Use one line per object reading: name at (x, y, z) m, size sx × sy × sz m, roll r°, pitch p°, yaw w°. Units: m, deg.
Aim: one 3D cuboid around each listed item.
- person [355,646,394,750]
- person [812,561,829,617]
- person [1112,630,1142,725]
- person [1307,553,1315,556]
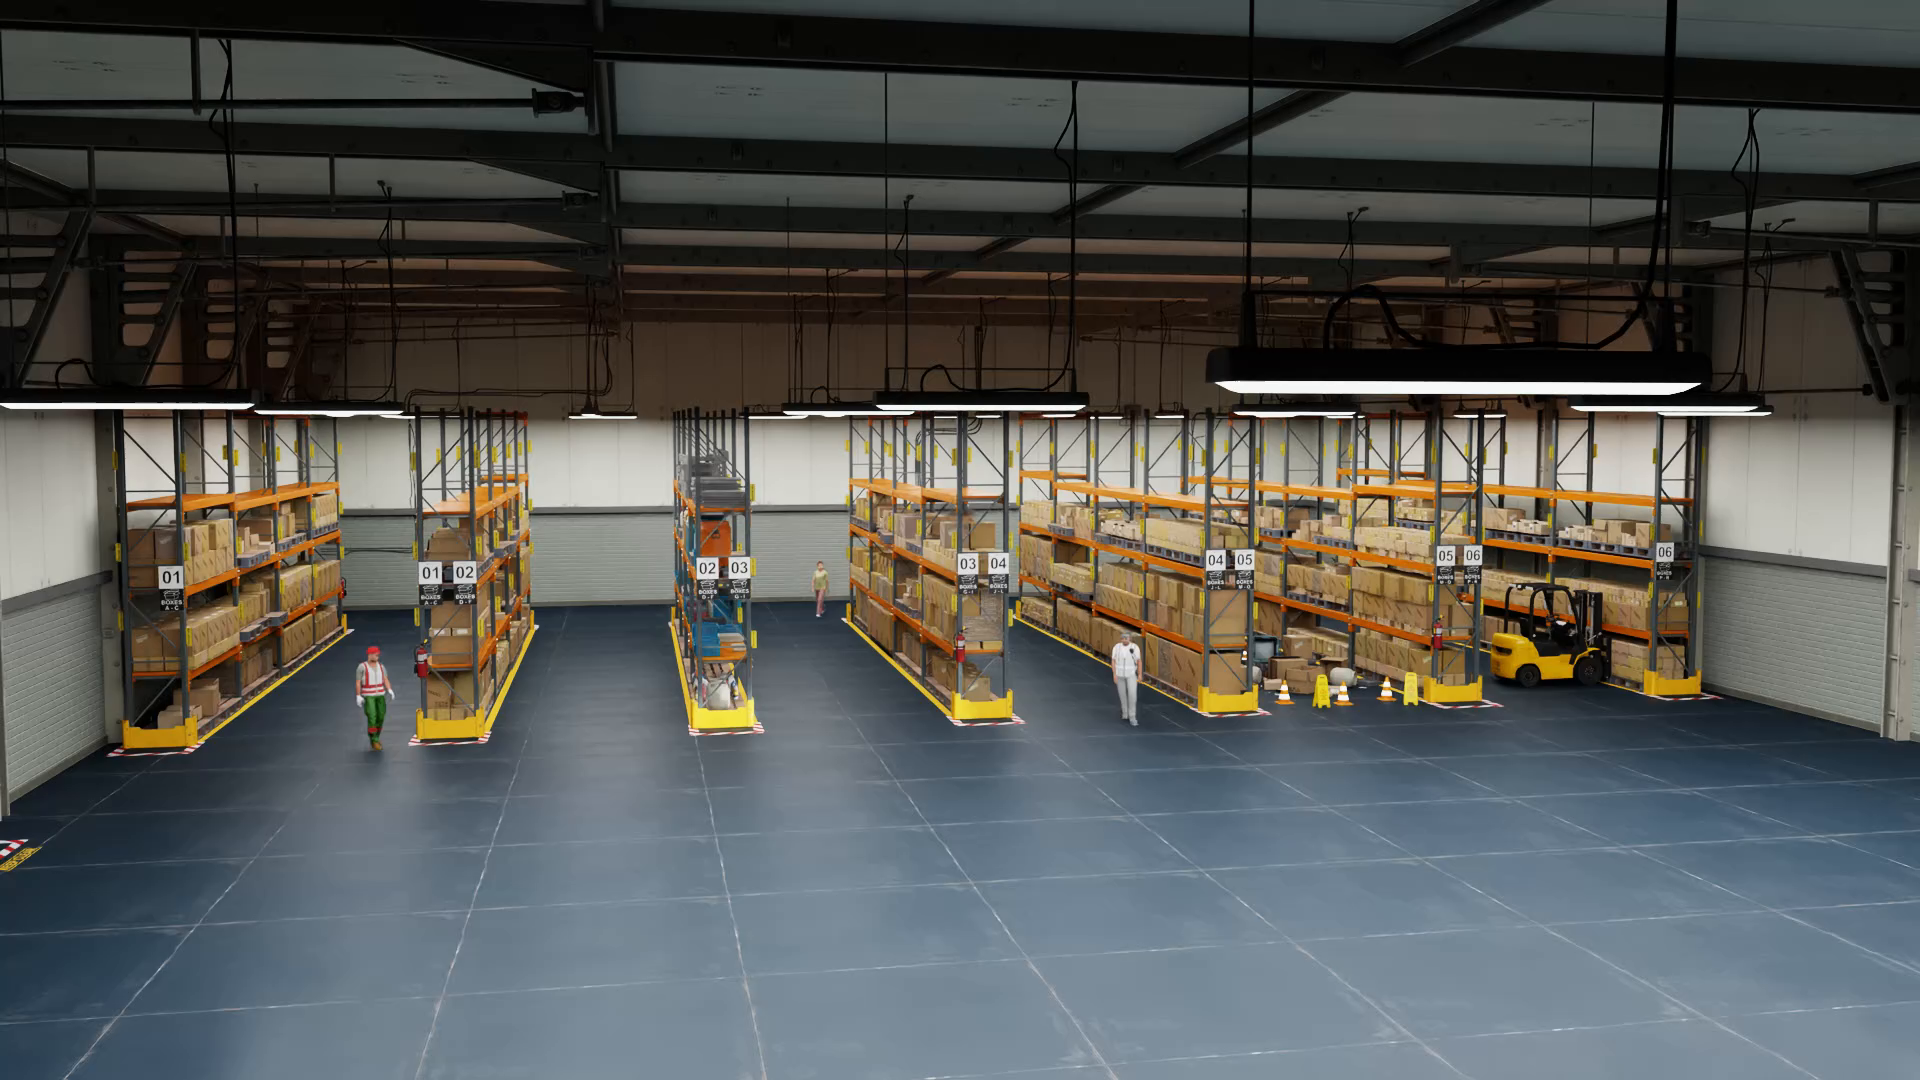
person at (-10.203, 2.773, 29.184) m, size 0.797 × 1.763 × 0.560 m, roll 4°, pitch 5°, yaw 42°
person at (-4.093, 1.432, 48.772) m, size 0.446 × 1.616 × 1.066 m, roll 1°, pitch 4°, yaw 16°
person at (3.175, 2.591, 31.752) m, size 0.590 × 1.734 × 0.841 m, roll 1°, pitch 4°, yaw 18°
person at (10.958, 1.204, 51.831) m, size 0.933 × 1.643 × 0.475 m, roll -1°, pitch 4°, yaw -16°
